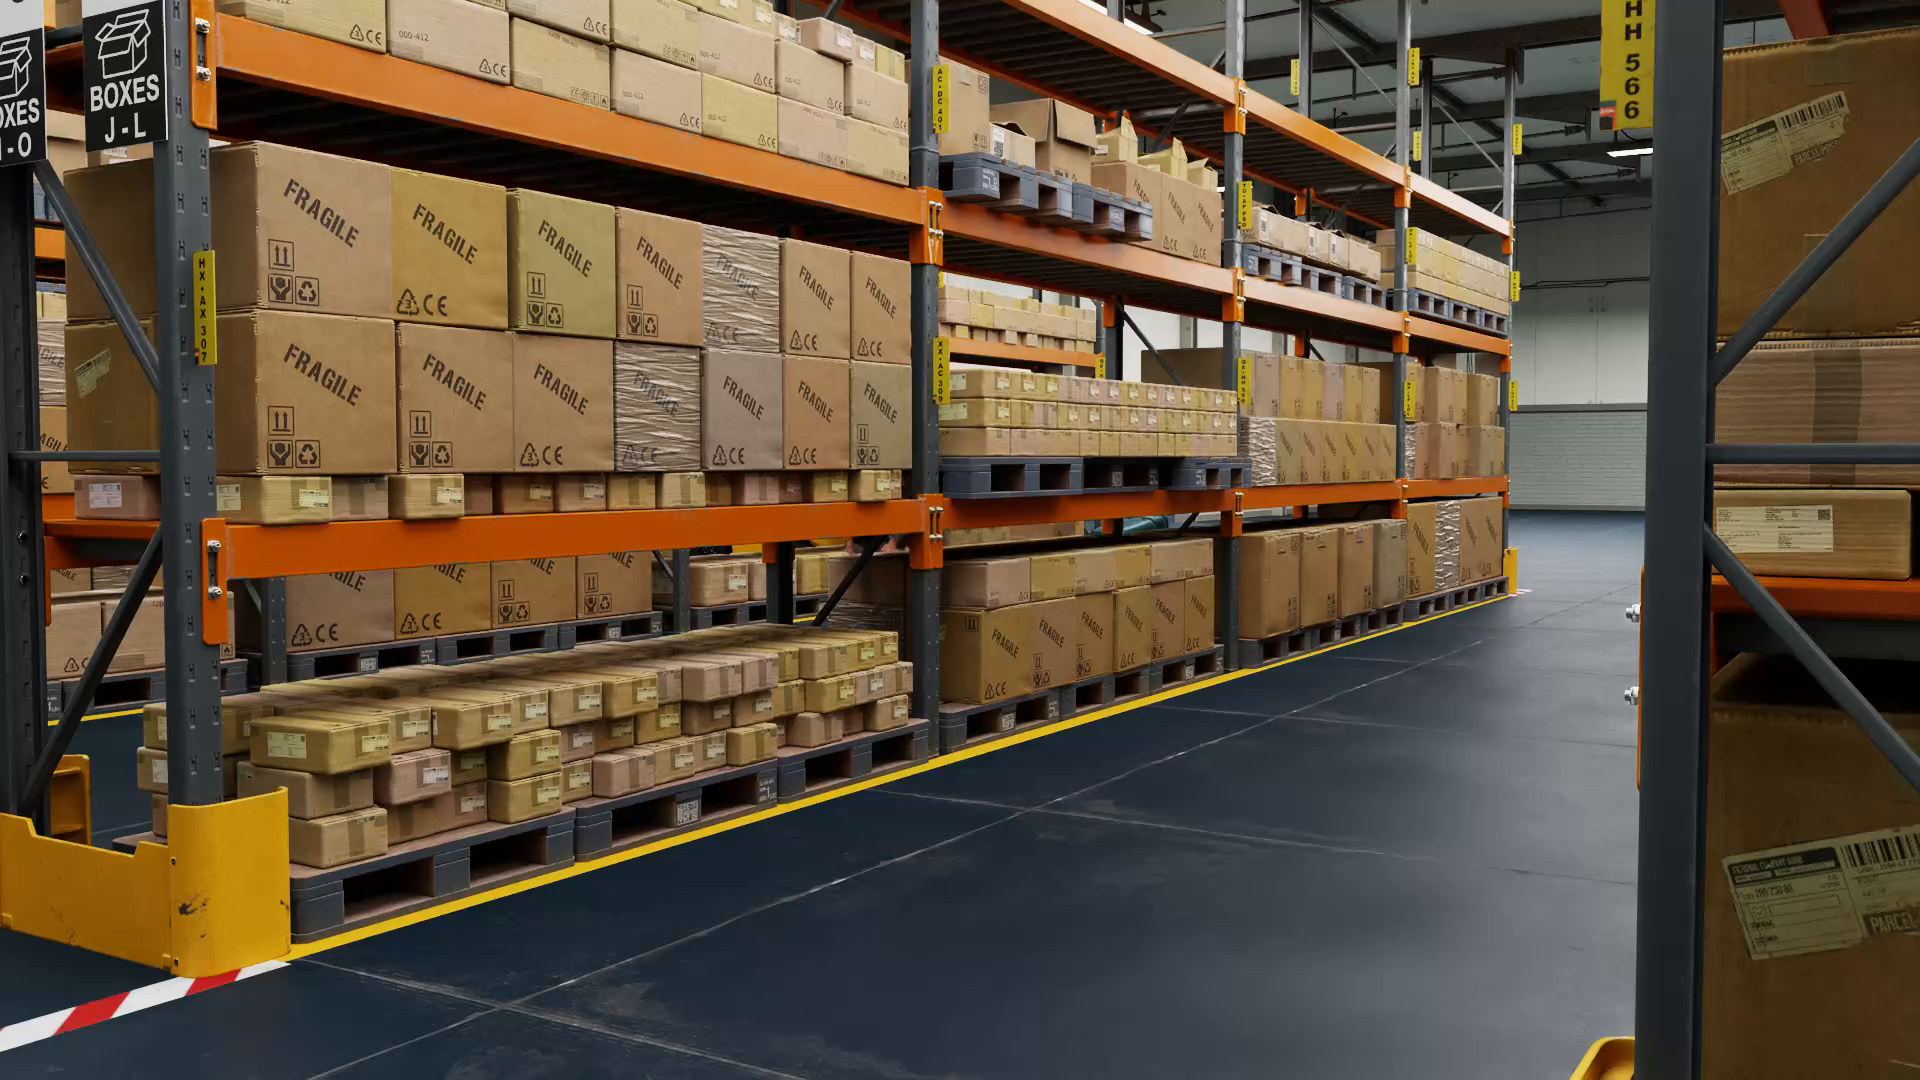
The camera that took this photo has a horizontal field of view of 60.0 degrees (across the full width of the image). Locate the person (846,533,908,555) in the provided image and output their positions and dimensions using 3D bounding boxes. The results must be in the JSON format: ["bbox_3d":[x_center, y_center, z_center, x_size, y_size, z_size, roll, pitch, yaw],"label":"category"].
[{"bbox_3d":[-0.607,0.025,12.419,0.611,1.703,0.592,2,3,37],"label":"person"}]
